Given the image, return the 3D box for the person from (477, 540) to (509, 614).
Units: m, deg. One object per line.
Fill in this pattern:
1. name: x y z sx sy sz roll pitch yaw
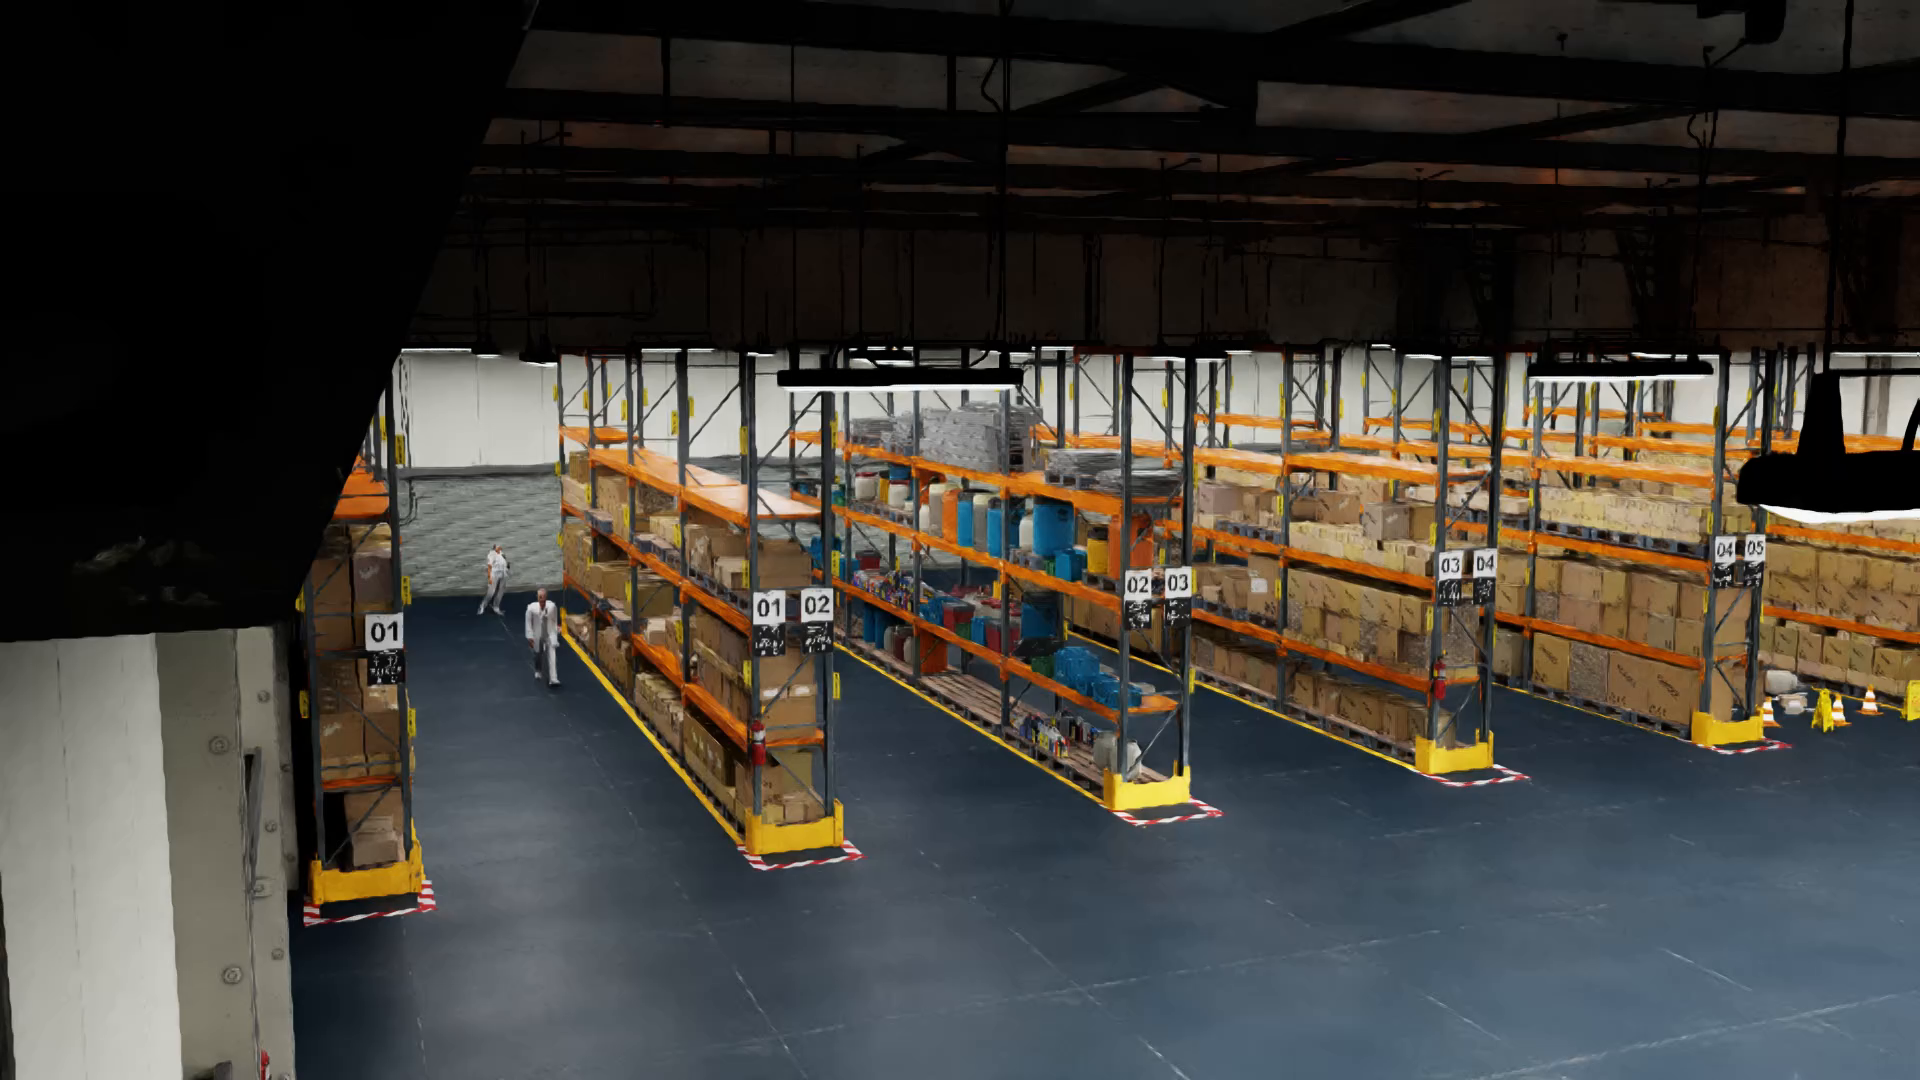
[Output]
1. person: -10.371 0.835 36.853 0.536 1.656 0.671 4 8 28

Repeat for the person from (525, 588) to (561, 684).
1. person: -7.456 1.700 29.727 0.598 1.698 1.194 -3 8 -19

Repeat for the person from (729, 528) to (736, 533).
1. person: -5.394 0.537 39.143 0.682 1.676 0.535 -3 8 -22

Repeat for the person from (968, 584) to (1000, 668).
1. person: 0.447 1.586 31.110 0.450 1.572 1.089 -3 8 -23

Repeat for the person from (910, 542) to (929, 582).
1. person: -0.963 0.319 40.978 0.447 1.587 1.078 -3 8 -23
